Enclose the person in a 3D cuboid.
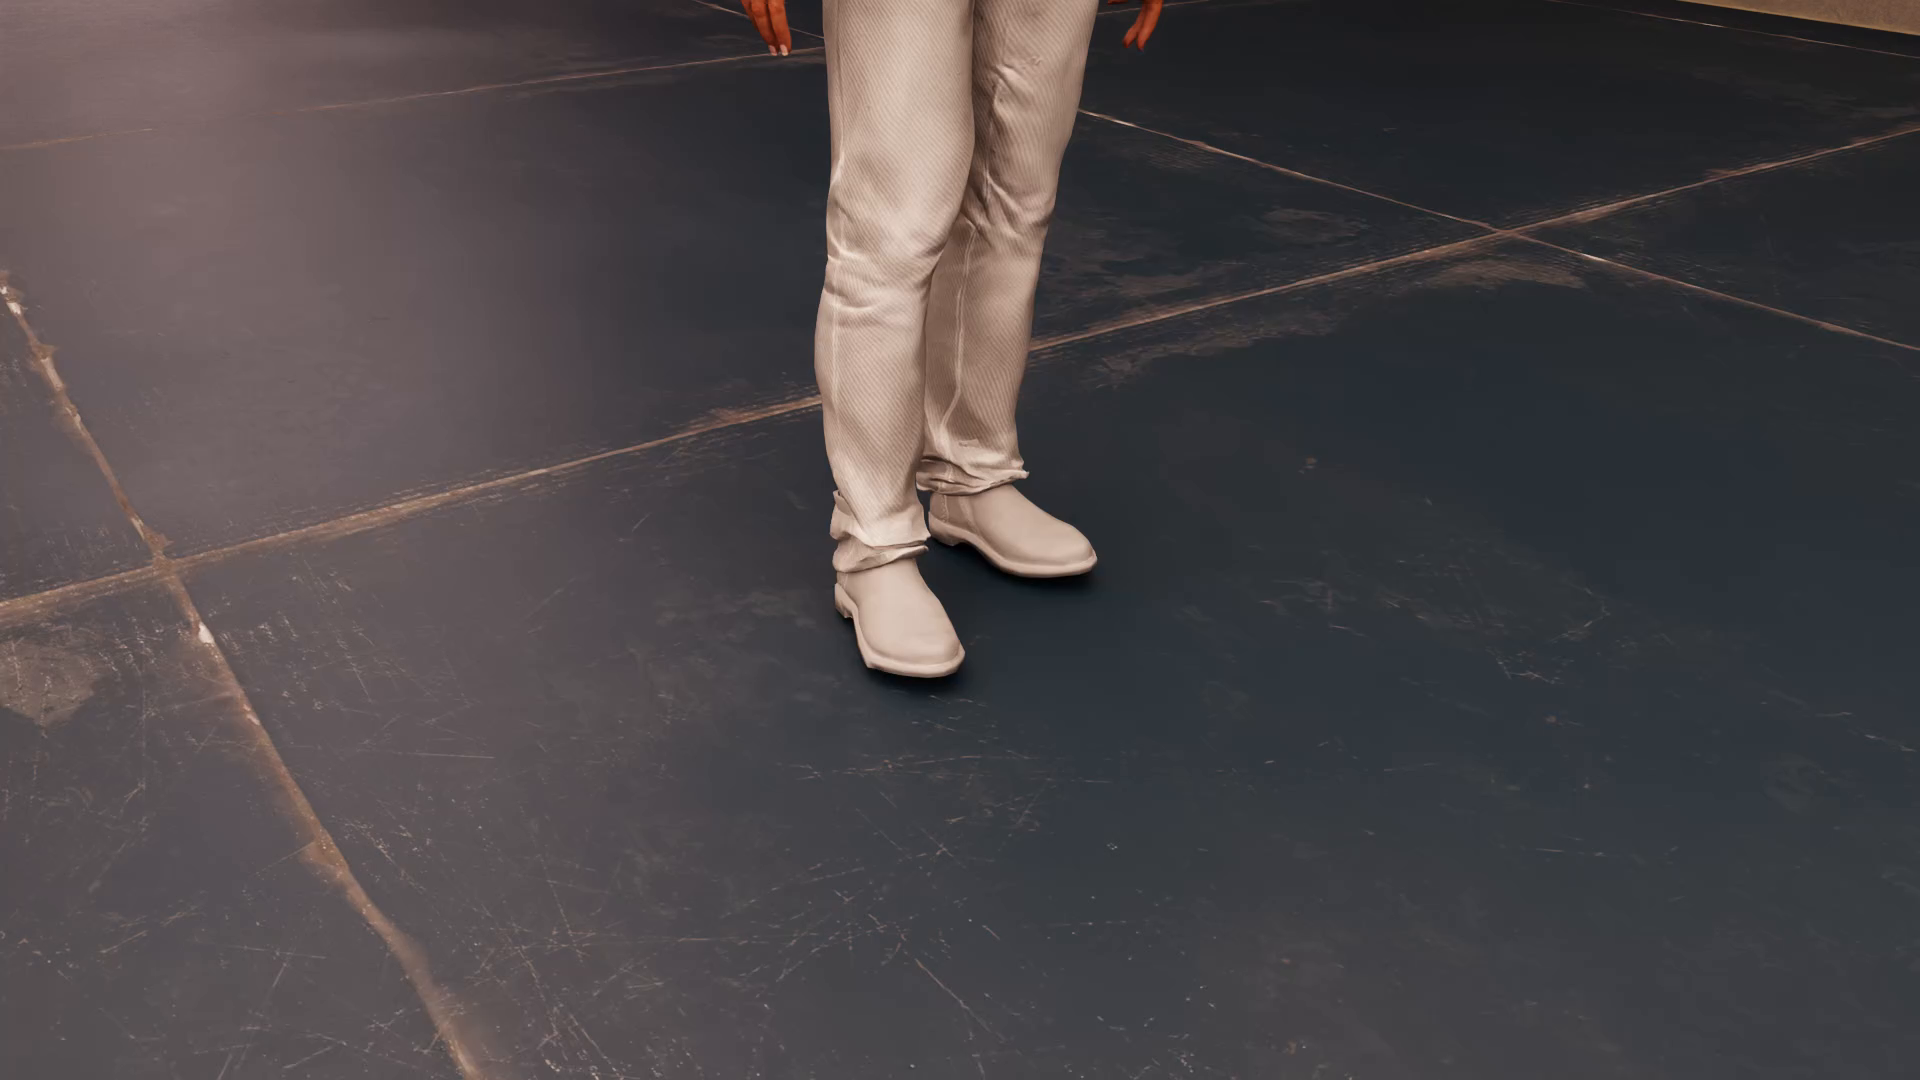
[{"bbox_3d":[0.034,-0.769,2.047,0.665,1.765,0.577,-17,31,-31],"label":"person"}]
